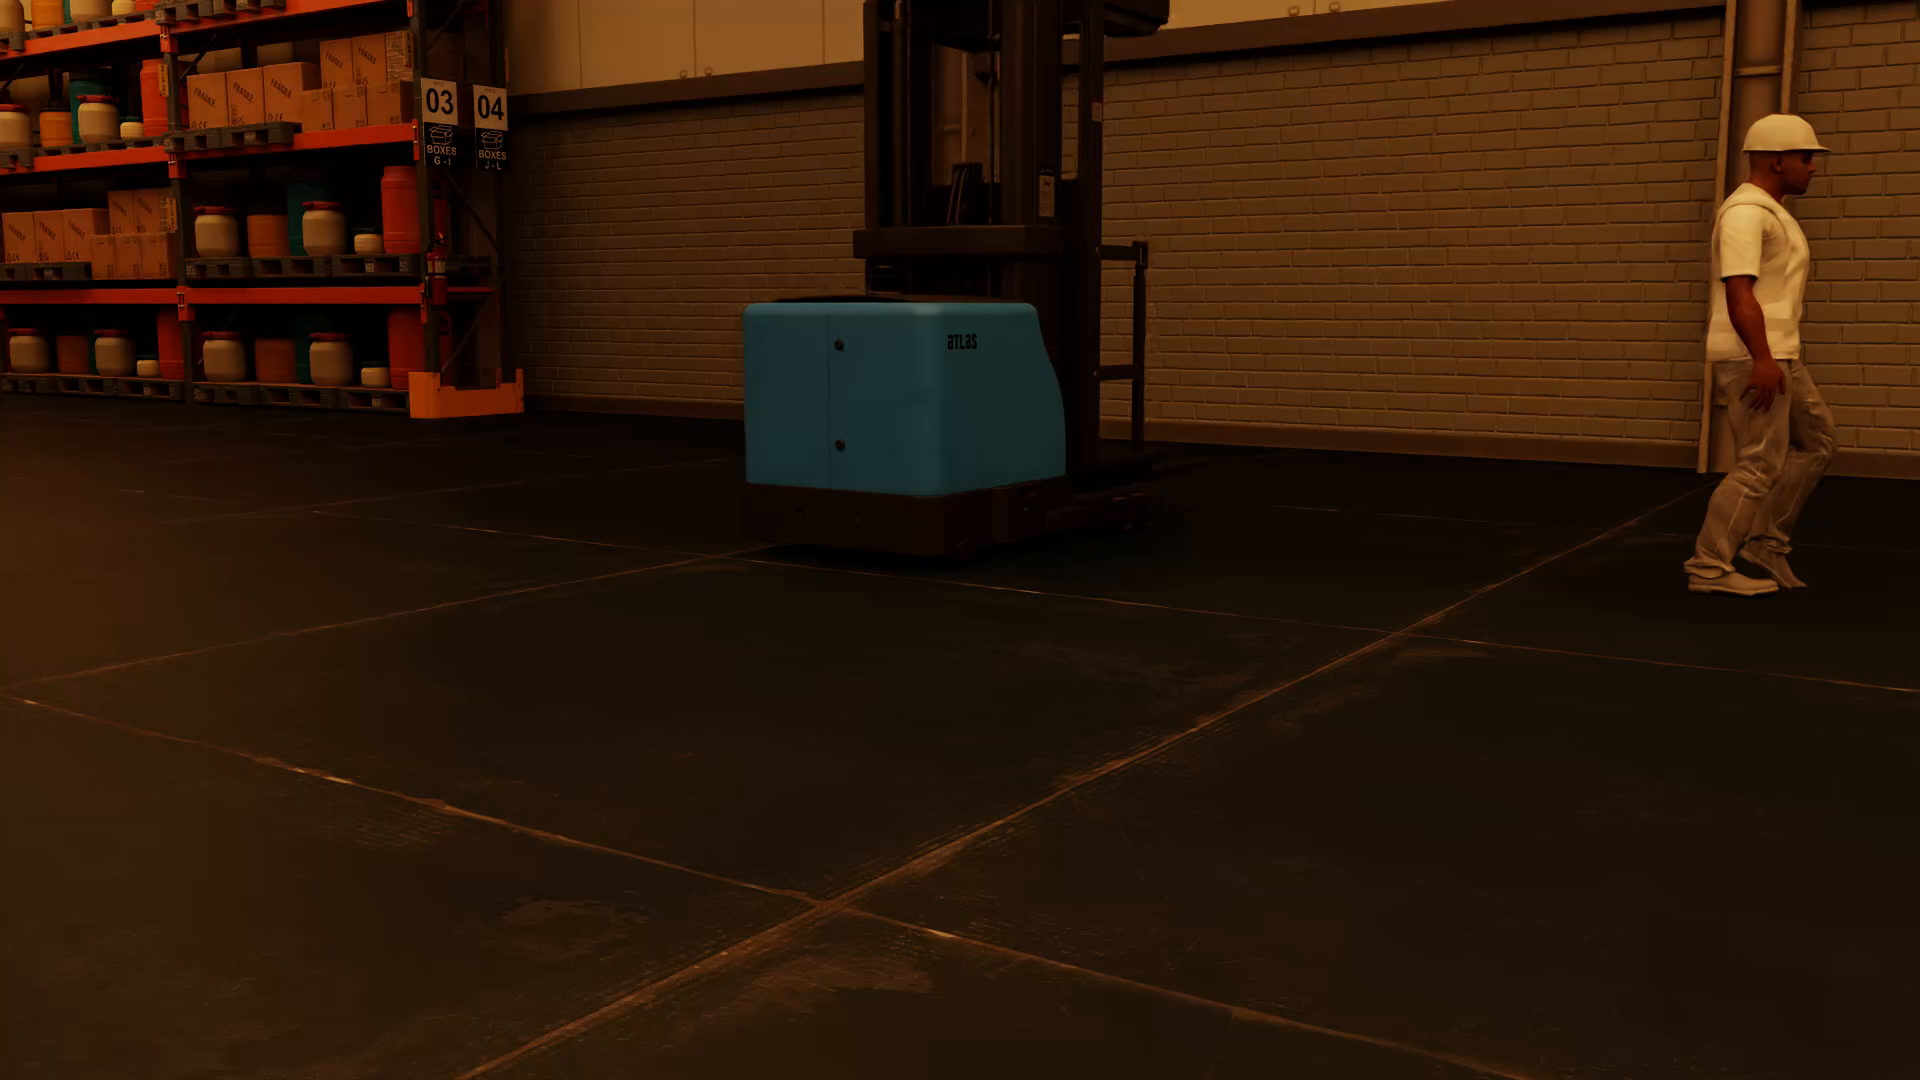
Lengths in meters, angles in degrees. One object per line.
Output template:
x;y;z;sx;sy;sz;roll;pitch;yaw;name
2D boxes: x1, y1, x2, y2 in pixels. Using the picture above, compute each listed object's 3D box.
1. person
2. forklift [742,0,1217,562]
2.975;-0.646;6.105;0.496;1.786;0.677;4;9;26;person
0.298;-1.526;7.927;1.130;2.935;3.031;5;10;33;forklift
